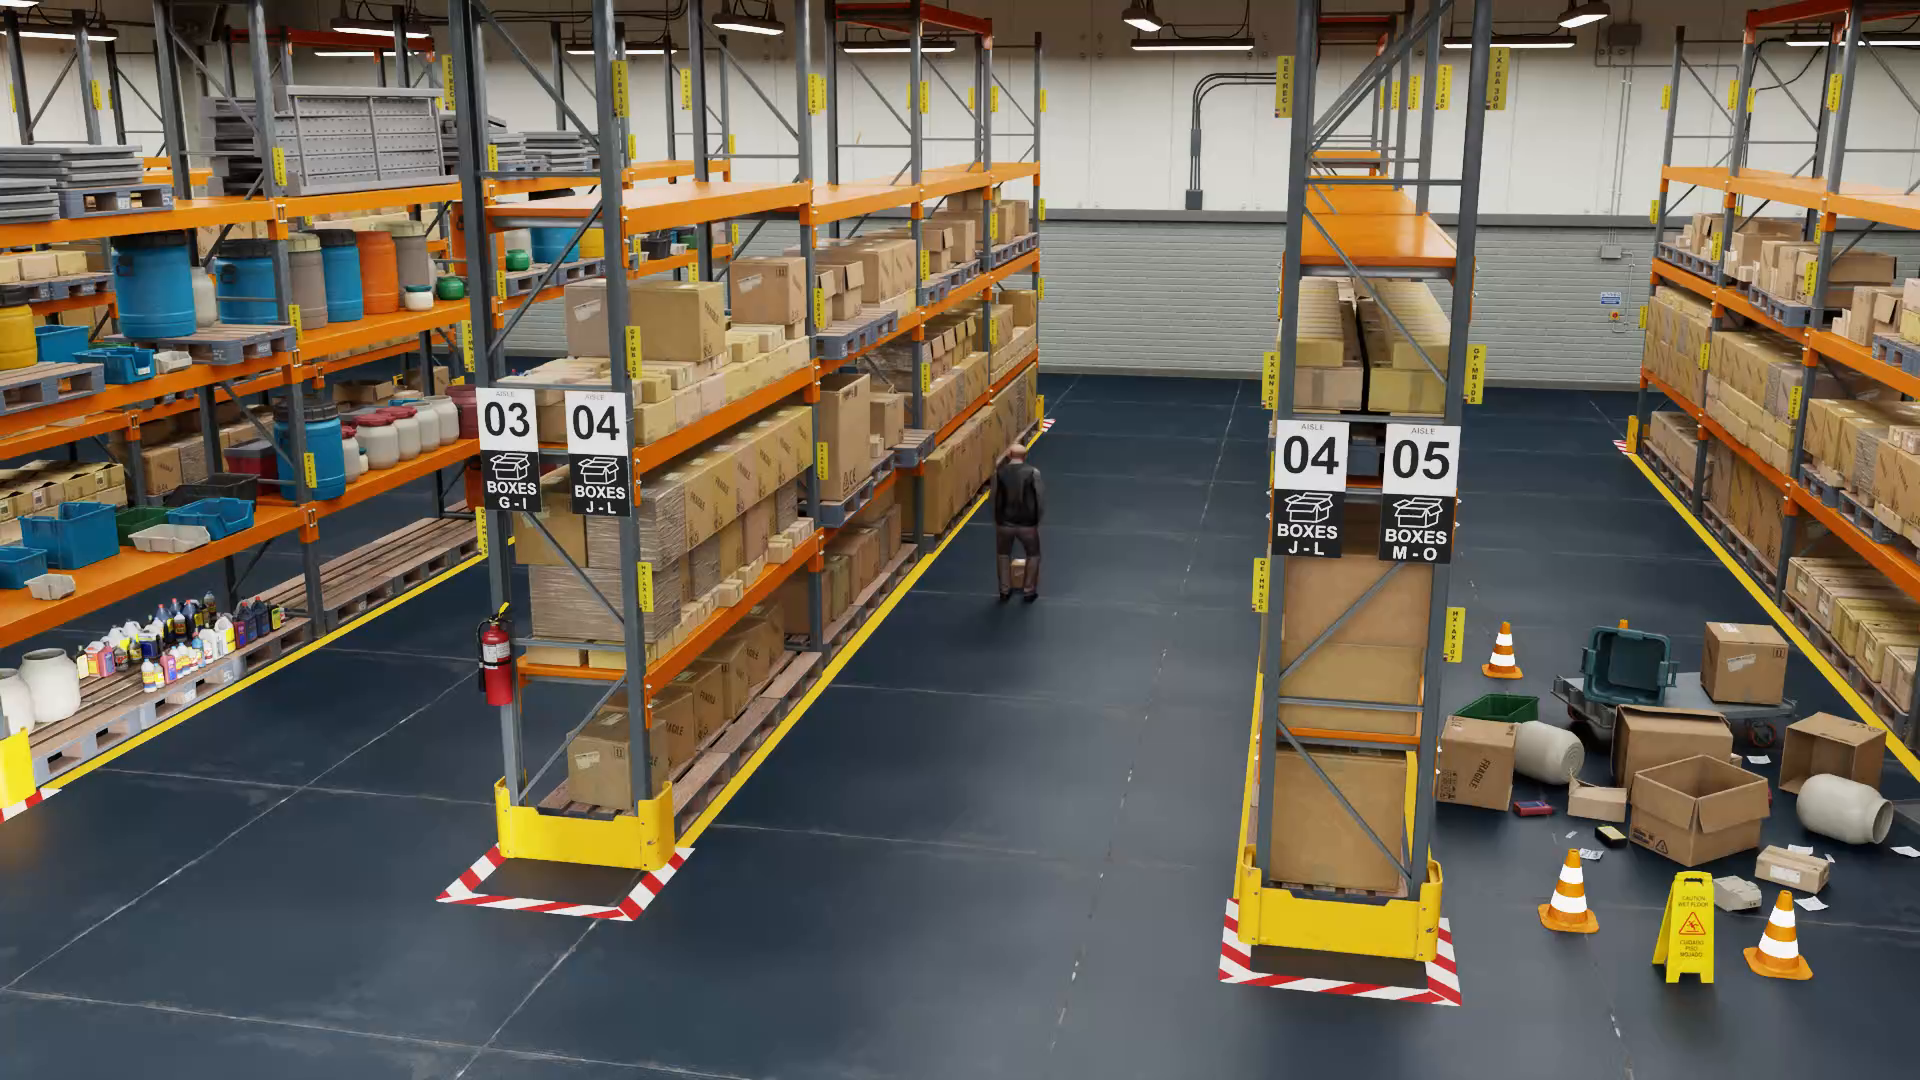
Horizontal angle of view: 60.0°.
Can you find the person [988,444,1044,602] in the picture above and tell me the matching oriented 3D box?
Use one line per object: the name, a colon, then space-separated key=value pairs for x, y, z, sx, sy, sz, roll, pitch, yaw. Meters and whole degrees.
person: x=0.564 y=-0.166 z=17.000 sx=0.581 sy=1.581 sz=0.555 roll=3 pitch=15 yaw=12
